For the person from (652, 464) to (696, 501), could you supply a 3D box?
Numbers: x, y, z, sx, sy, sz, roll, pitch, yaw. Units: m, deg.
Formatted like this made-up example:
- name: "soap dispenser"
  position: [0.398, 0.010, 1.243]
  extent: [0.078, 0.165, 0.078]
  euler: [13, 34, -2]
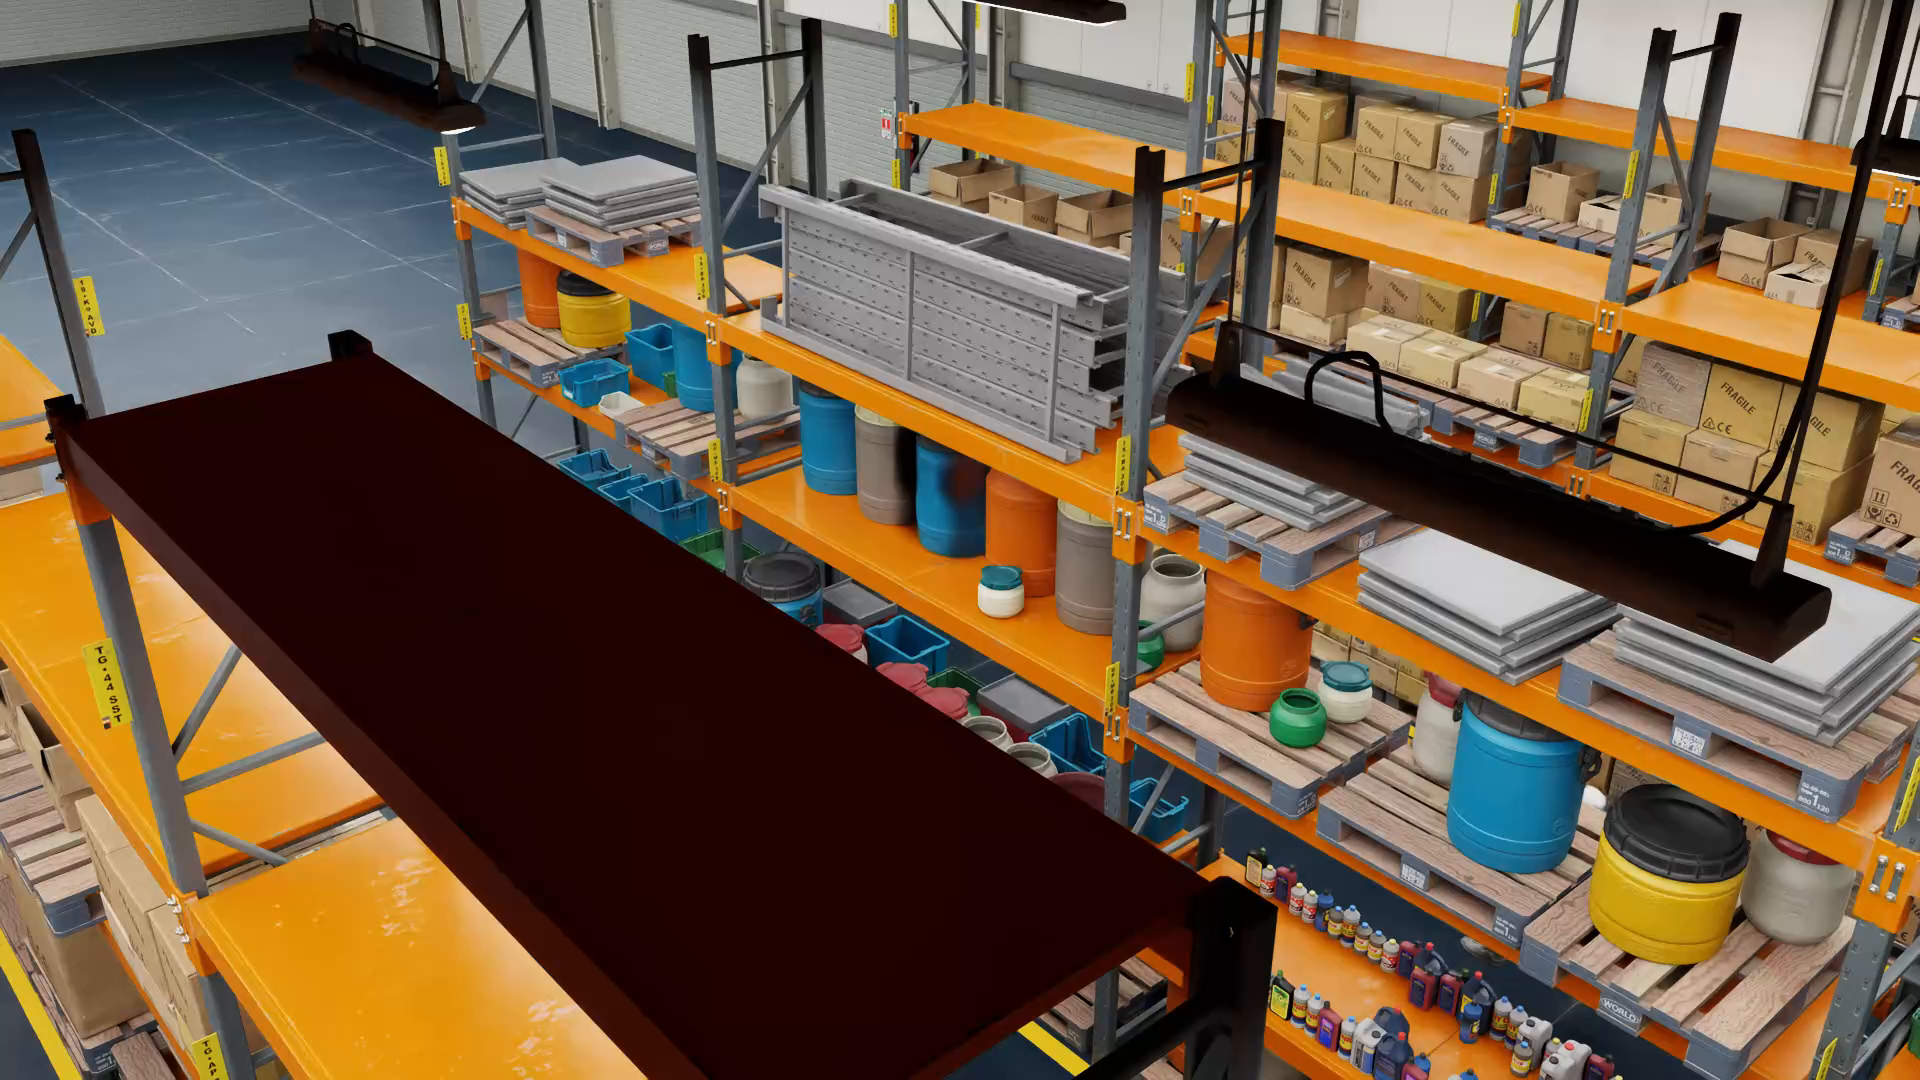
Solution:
- name: "person"
  position: [-3.073, -1.190, 17.928]
  extent: [0.609, 1.755, 0.545]
  euler: [-18, 32, -32]

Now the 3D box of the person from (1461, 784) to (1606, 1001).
- name: "person"
  position: [3.856, 2.227, 10.822]
  extent: [0.575, 1.611, 0.996]
  euler: [-23, 35, -38]
